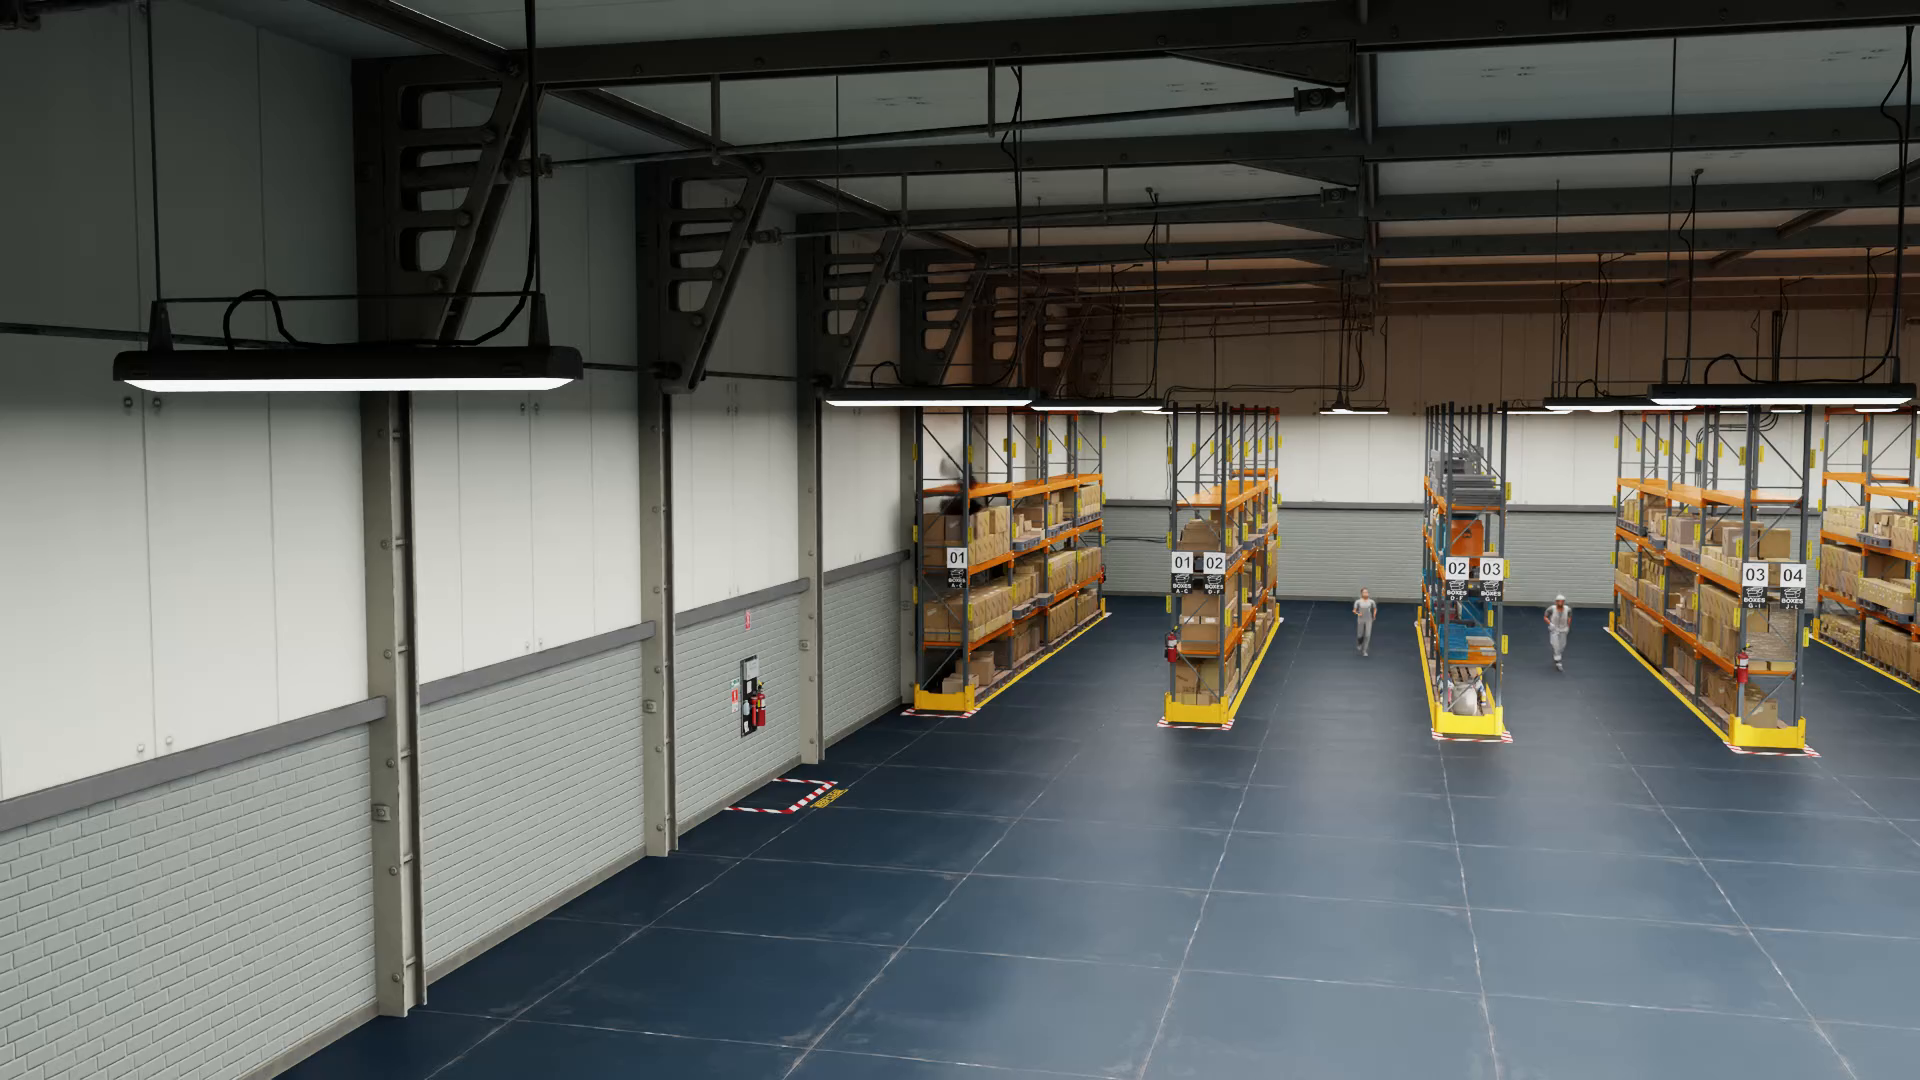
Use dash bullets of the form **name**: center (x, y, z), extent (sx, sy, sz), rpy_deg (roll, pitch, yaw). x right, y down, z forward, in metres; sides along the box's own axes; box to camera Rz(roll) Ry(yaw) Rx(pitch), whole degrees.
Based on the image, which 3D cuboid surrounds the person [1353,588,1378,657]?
- **person**: center (9.723, 1.965, 39.878), extent (0.568, 1.621, 0.673), rpy_deg (1, 4, 9)

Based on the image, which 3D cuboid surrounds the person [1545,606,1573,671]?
- **person**: center (13.561, 2.191, 37.725), extent (0.614, 1.513, 0.643), rpy_deg (1, 4, 13)

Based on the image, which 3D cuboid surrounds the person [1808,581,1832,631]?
- **person**: center (23.032, 1.734, 44.431), extent (0.877, 1.372, 0.530), rpy_deg (-1, 4, -17)
